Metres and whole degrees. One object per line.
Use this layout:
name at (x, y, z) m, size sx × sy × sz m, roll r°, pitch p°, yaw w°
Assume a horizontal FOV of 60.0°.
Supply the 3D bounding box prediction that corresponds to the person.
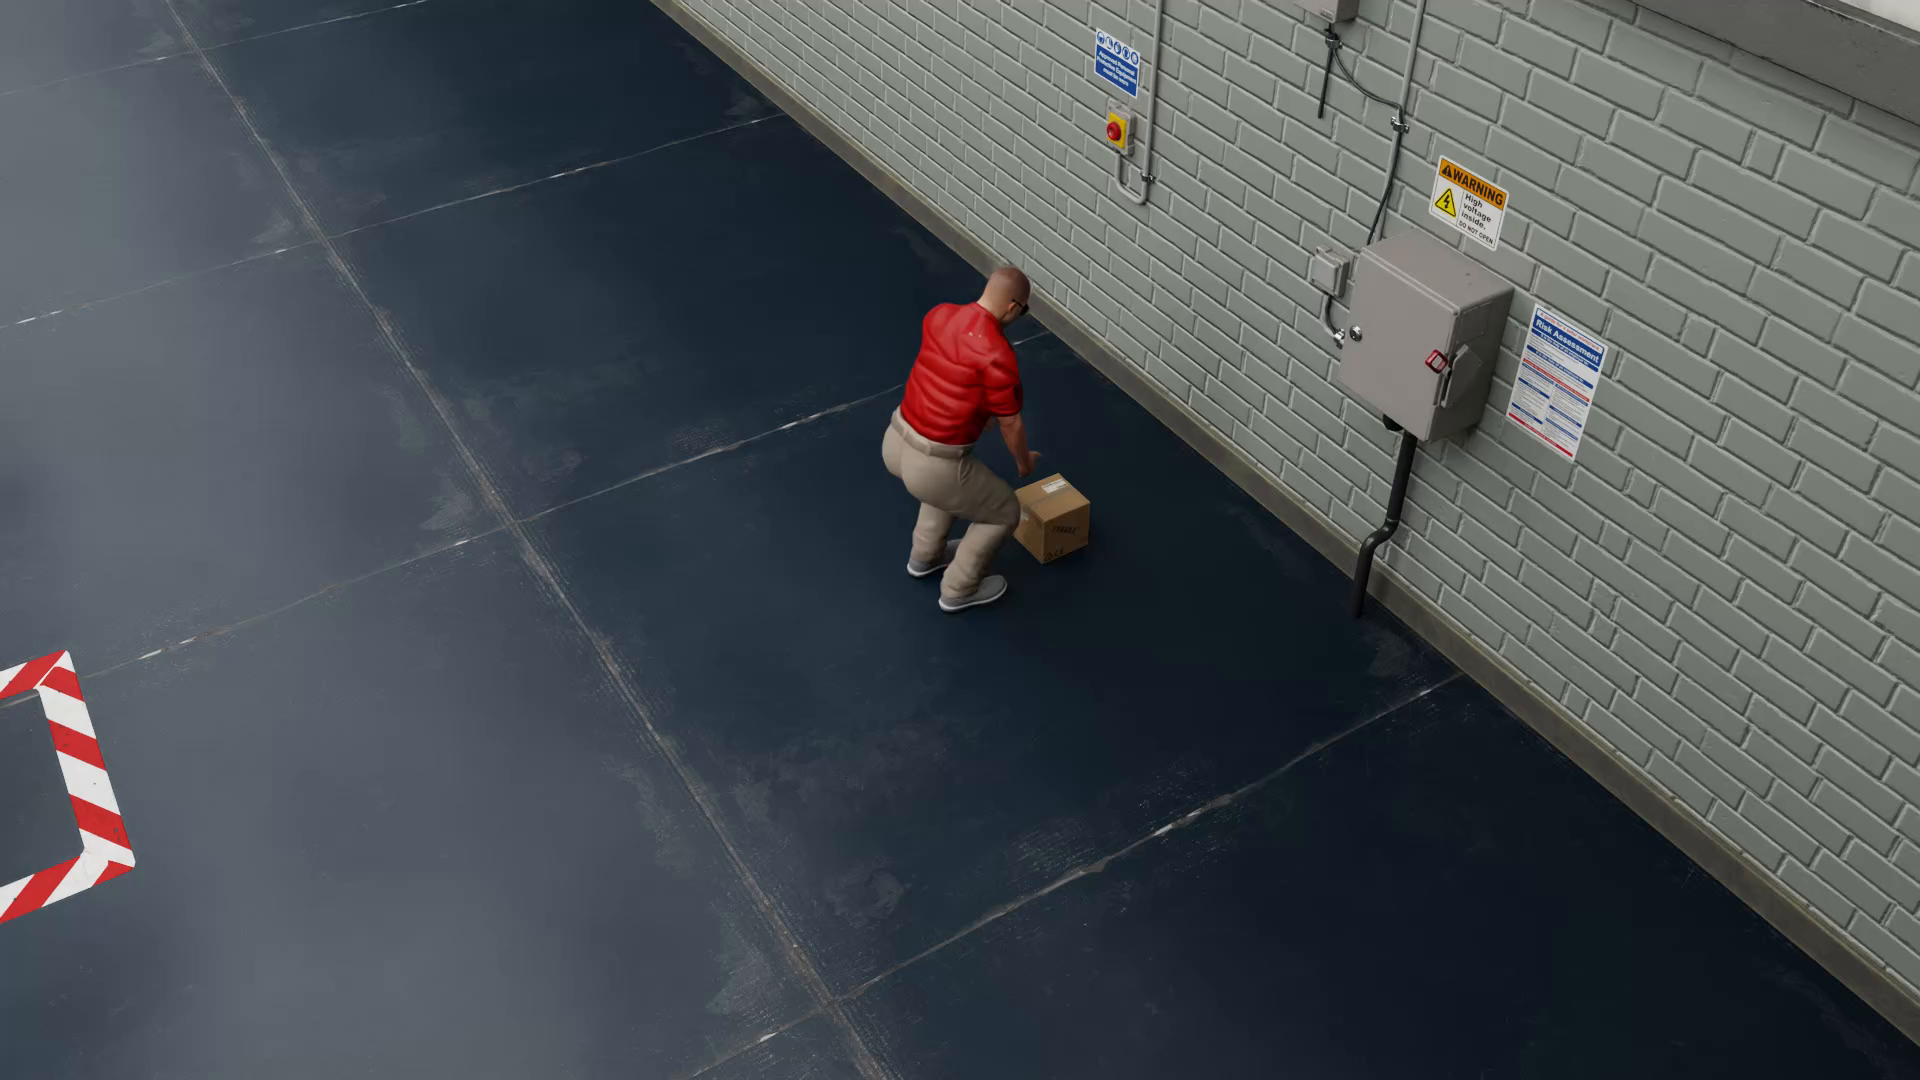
person at (-0.006, -0.412, 6.862) m, size 0.666 × 1.466 × 0.588 m, roll -22°, pitch 45°, yaw -24°
